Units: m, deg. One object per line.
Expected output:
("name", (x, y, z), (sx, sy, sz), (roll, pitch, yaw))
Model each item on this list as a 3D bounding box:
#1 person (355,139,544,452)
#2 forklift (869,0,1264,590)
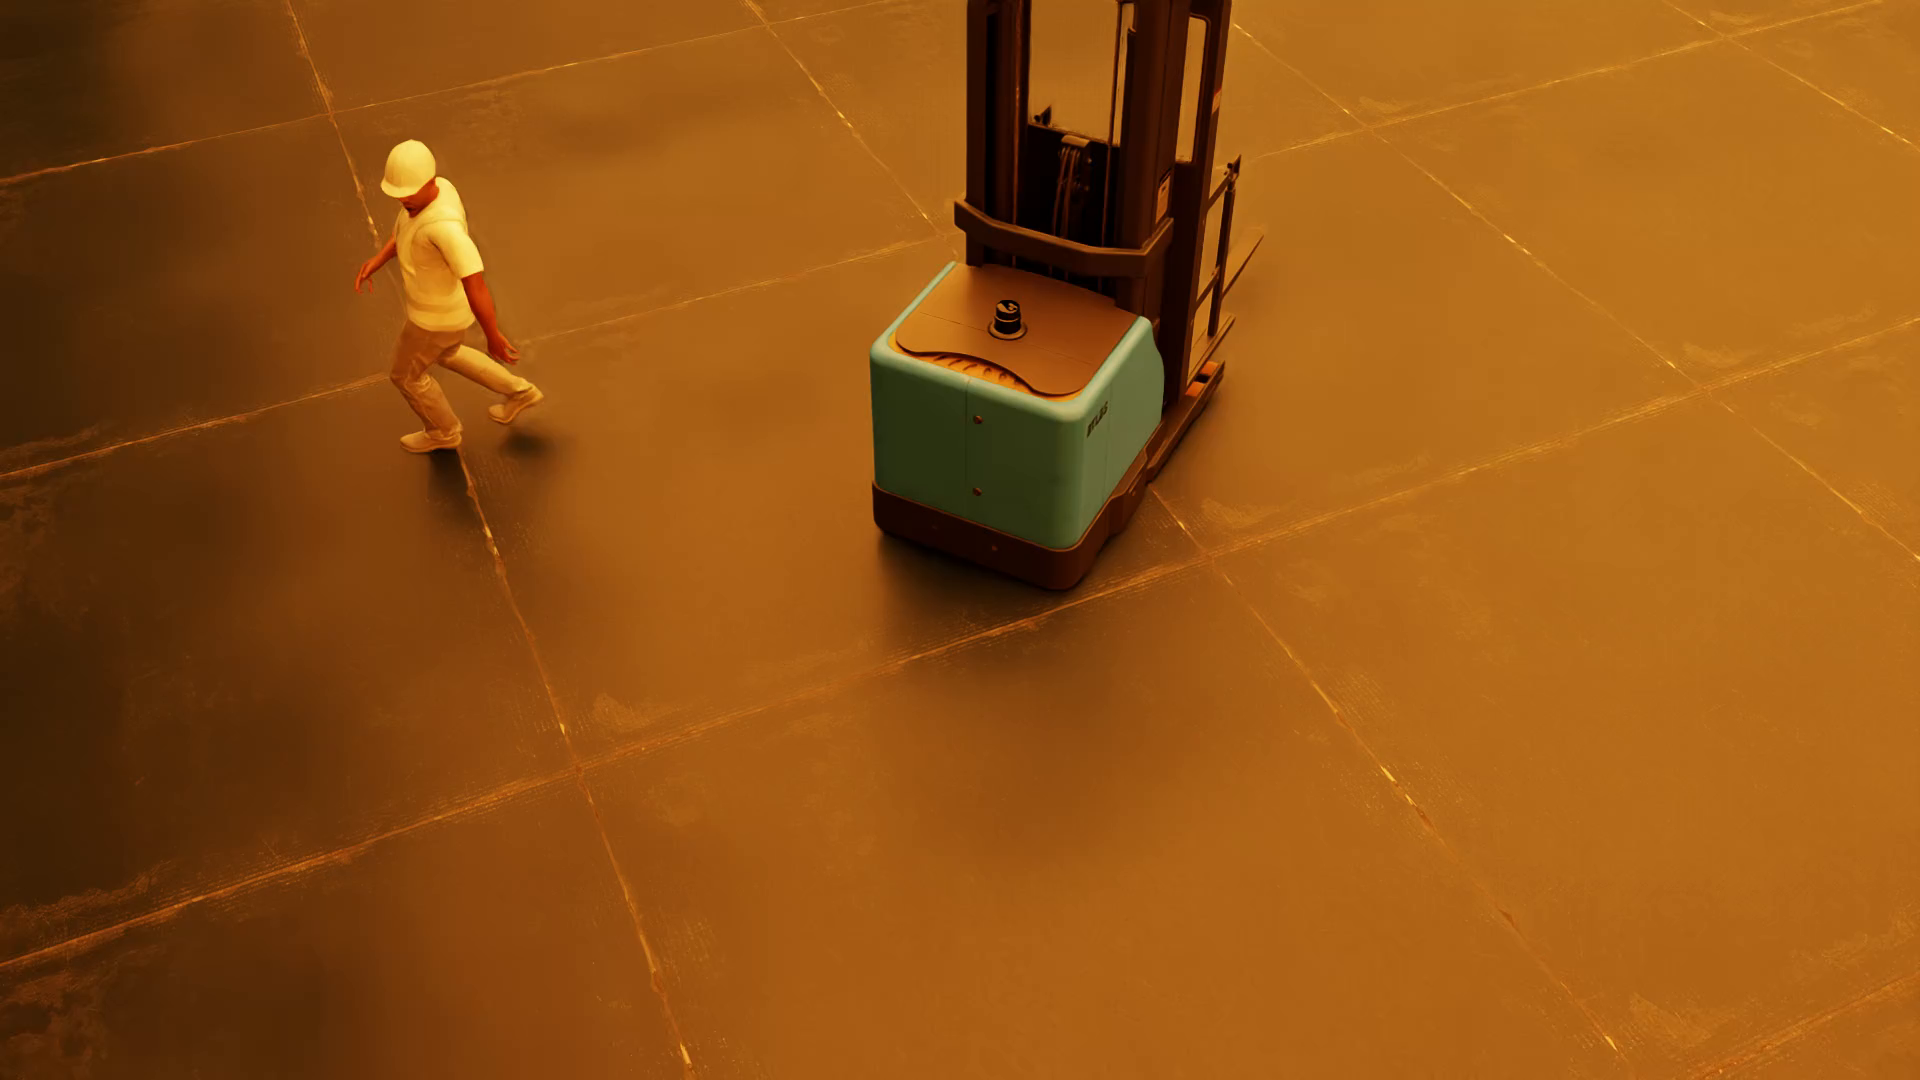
("person", (-2.412, -1.105, 7.786), (0.790, 1.690, 0.654), (0, 43, 0))
("forklift", (0.719, -1.850, 7.662), (1.130, 2.935, 3.031), (20, 46, 20))
